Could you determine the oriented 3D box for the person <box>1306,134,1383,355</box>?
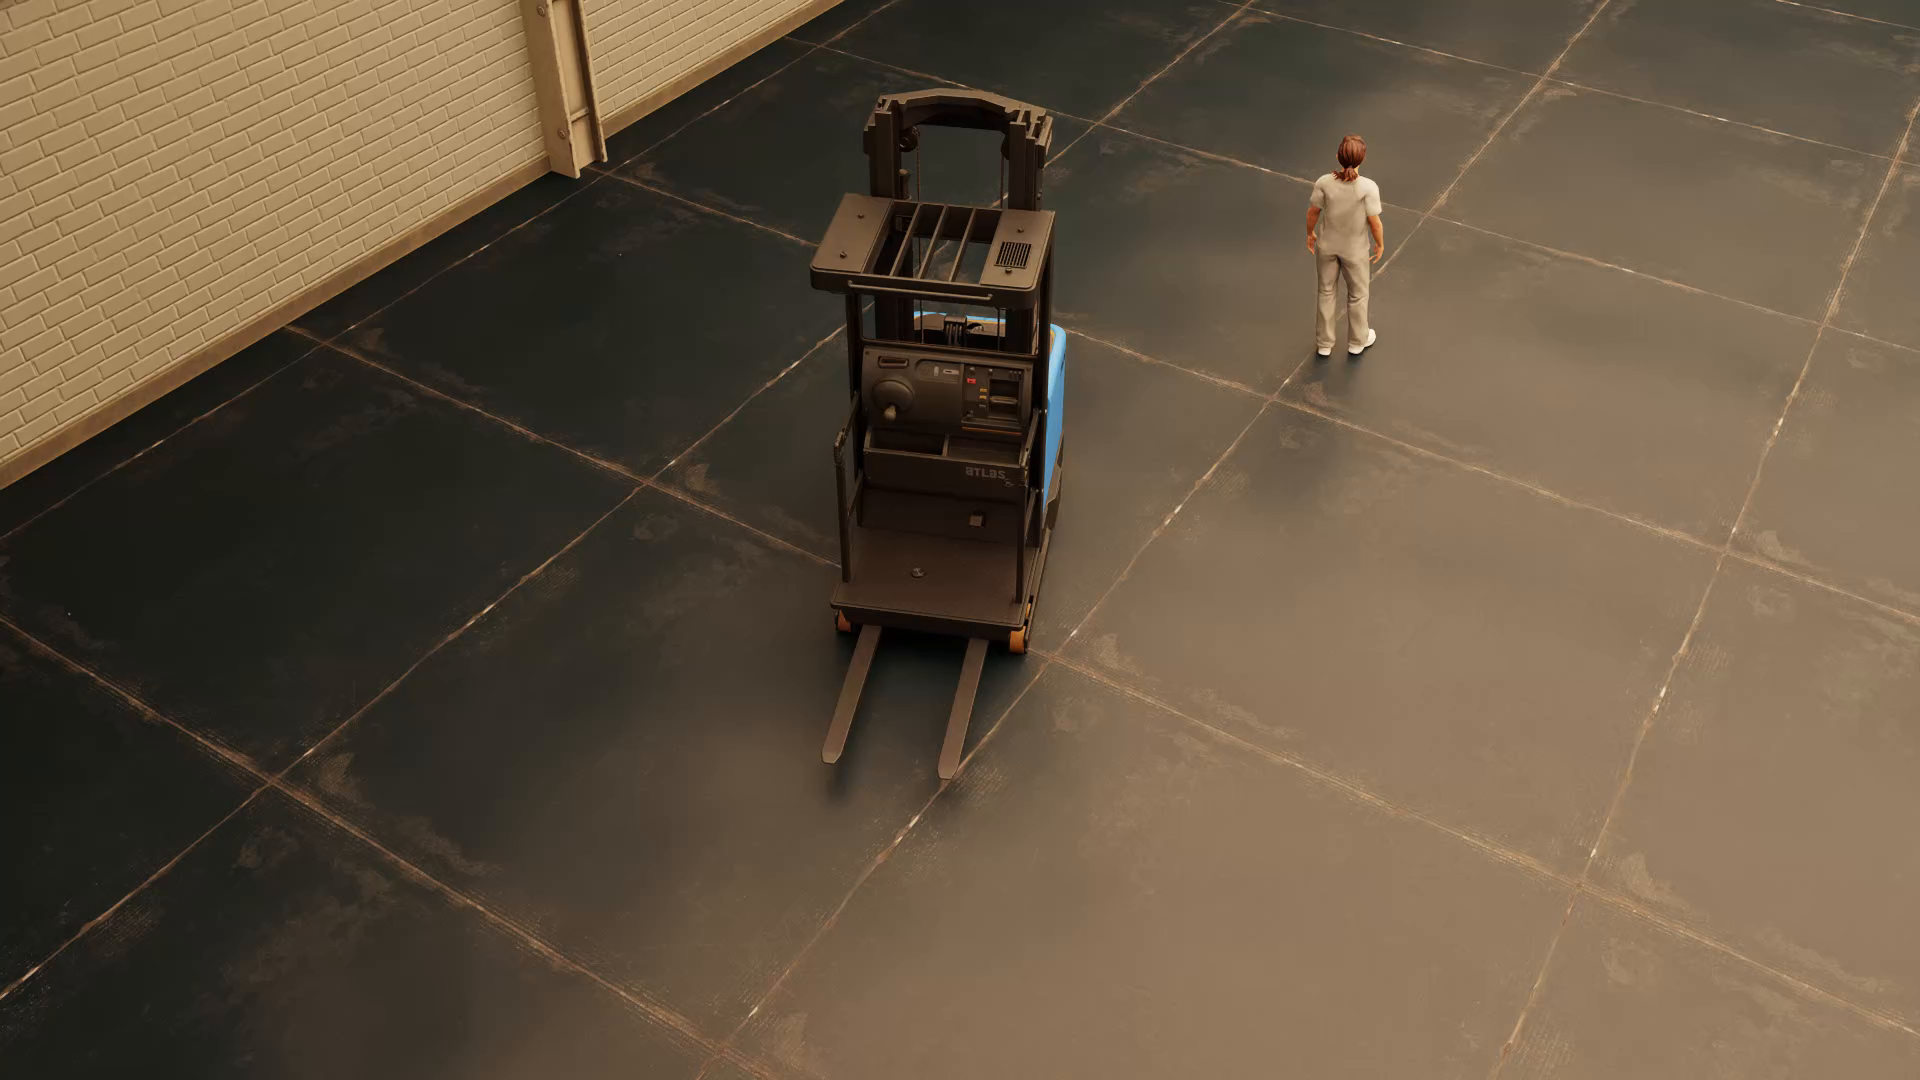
[{"bbox_3d":[2.626,-2.016,11.306,0.550,1.676,0.550,18,43,20],"label":"person"}]

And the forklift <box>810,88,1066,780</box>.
[{"bbox_3d":[-0.108,-0.731,8.830,1.130,2.935,3.031,7,41,8],"label":"forklift"}]
